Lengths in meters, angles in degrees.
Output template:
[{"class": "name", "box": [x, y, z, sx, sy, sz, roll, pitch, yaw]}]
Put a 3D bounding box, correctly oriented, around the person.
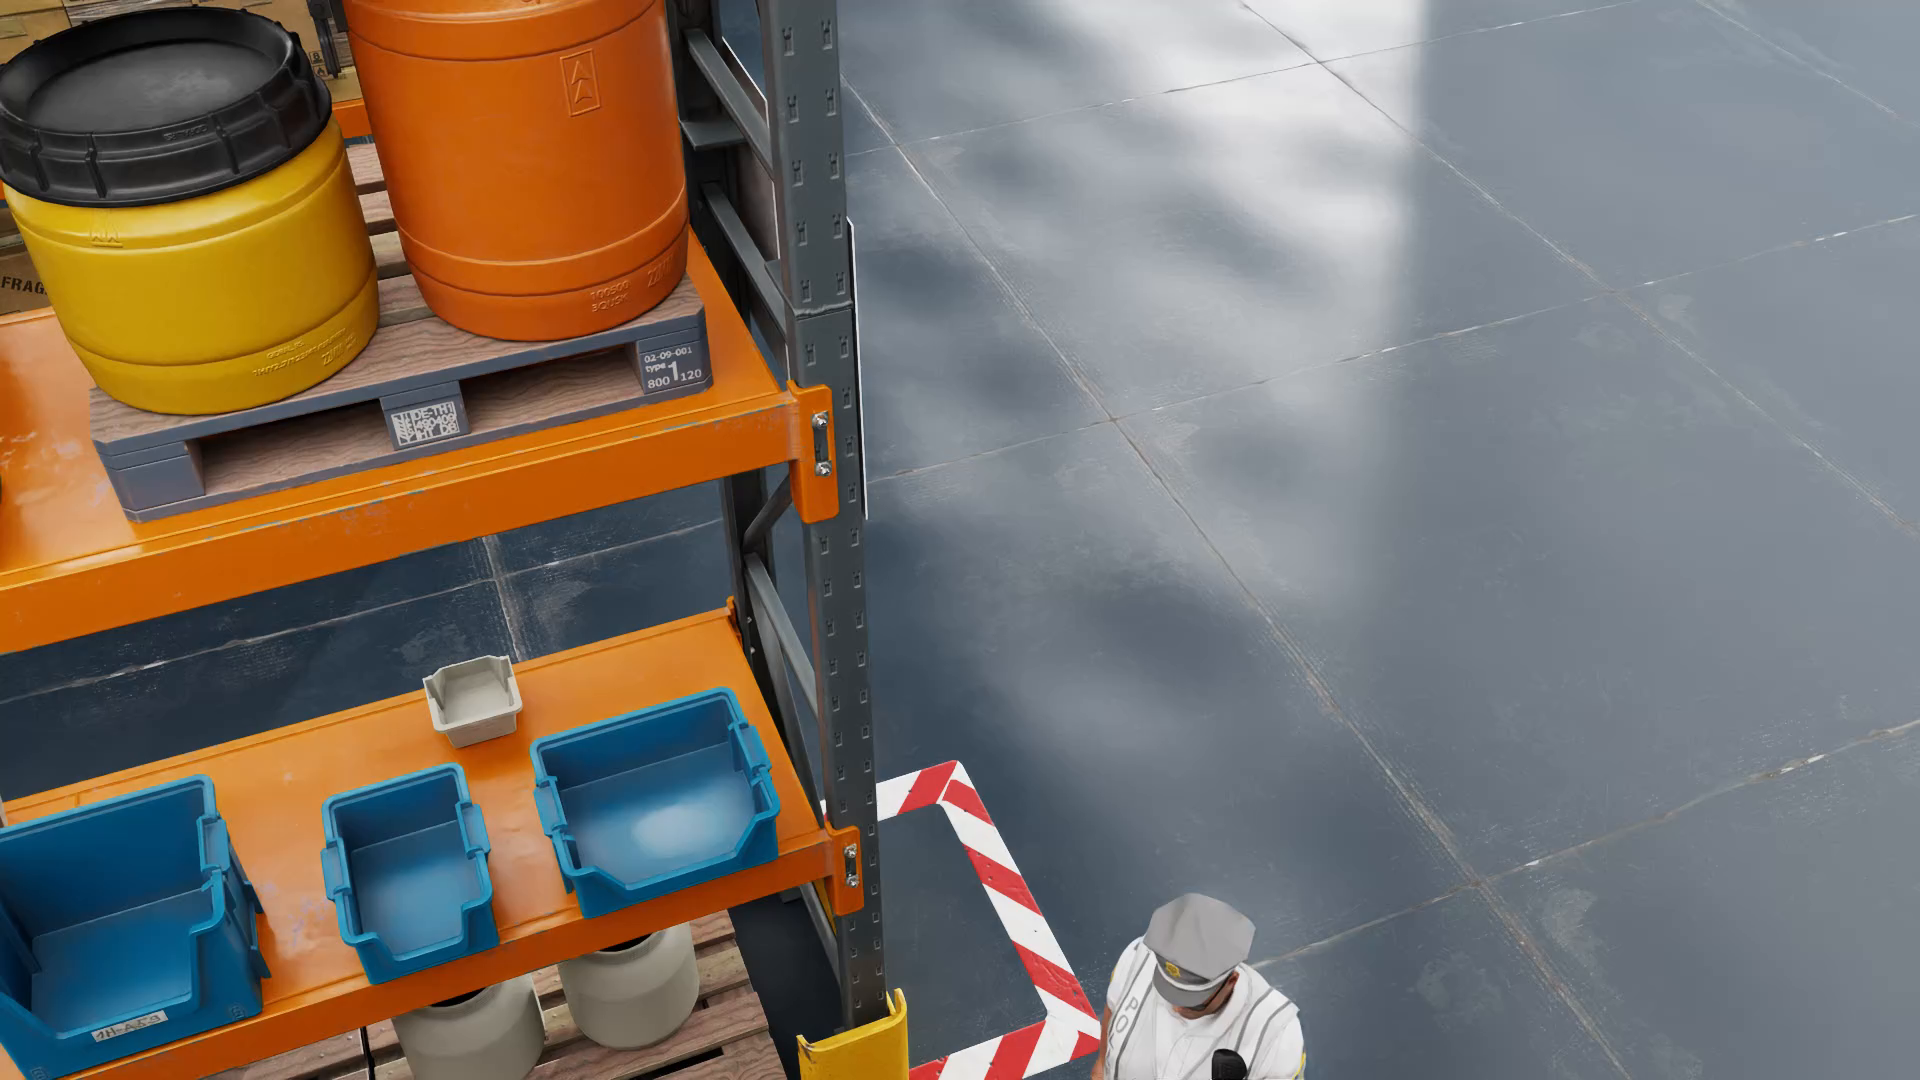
[{"class": "person", "box": [0.555, 1.593, 4.349, 0.593, 1.760, 0.562, 20, 45, 21]}]
